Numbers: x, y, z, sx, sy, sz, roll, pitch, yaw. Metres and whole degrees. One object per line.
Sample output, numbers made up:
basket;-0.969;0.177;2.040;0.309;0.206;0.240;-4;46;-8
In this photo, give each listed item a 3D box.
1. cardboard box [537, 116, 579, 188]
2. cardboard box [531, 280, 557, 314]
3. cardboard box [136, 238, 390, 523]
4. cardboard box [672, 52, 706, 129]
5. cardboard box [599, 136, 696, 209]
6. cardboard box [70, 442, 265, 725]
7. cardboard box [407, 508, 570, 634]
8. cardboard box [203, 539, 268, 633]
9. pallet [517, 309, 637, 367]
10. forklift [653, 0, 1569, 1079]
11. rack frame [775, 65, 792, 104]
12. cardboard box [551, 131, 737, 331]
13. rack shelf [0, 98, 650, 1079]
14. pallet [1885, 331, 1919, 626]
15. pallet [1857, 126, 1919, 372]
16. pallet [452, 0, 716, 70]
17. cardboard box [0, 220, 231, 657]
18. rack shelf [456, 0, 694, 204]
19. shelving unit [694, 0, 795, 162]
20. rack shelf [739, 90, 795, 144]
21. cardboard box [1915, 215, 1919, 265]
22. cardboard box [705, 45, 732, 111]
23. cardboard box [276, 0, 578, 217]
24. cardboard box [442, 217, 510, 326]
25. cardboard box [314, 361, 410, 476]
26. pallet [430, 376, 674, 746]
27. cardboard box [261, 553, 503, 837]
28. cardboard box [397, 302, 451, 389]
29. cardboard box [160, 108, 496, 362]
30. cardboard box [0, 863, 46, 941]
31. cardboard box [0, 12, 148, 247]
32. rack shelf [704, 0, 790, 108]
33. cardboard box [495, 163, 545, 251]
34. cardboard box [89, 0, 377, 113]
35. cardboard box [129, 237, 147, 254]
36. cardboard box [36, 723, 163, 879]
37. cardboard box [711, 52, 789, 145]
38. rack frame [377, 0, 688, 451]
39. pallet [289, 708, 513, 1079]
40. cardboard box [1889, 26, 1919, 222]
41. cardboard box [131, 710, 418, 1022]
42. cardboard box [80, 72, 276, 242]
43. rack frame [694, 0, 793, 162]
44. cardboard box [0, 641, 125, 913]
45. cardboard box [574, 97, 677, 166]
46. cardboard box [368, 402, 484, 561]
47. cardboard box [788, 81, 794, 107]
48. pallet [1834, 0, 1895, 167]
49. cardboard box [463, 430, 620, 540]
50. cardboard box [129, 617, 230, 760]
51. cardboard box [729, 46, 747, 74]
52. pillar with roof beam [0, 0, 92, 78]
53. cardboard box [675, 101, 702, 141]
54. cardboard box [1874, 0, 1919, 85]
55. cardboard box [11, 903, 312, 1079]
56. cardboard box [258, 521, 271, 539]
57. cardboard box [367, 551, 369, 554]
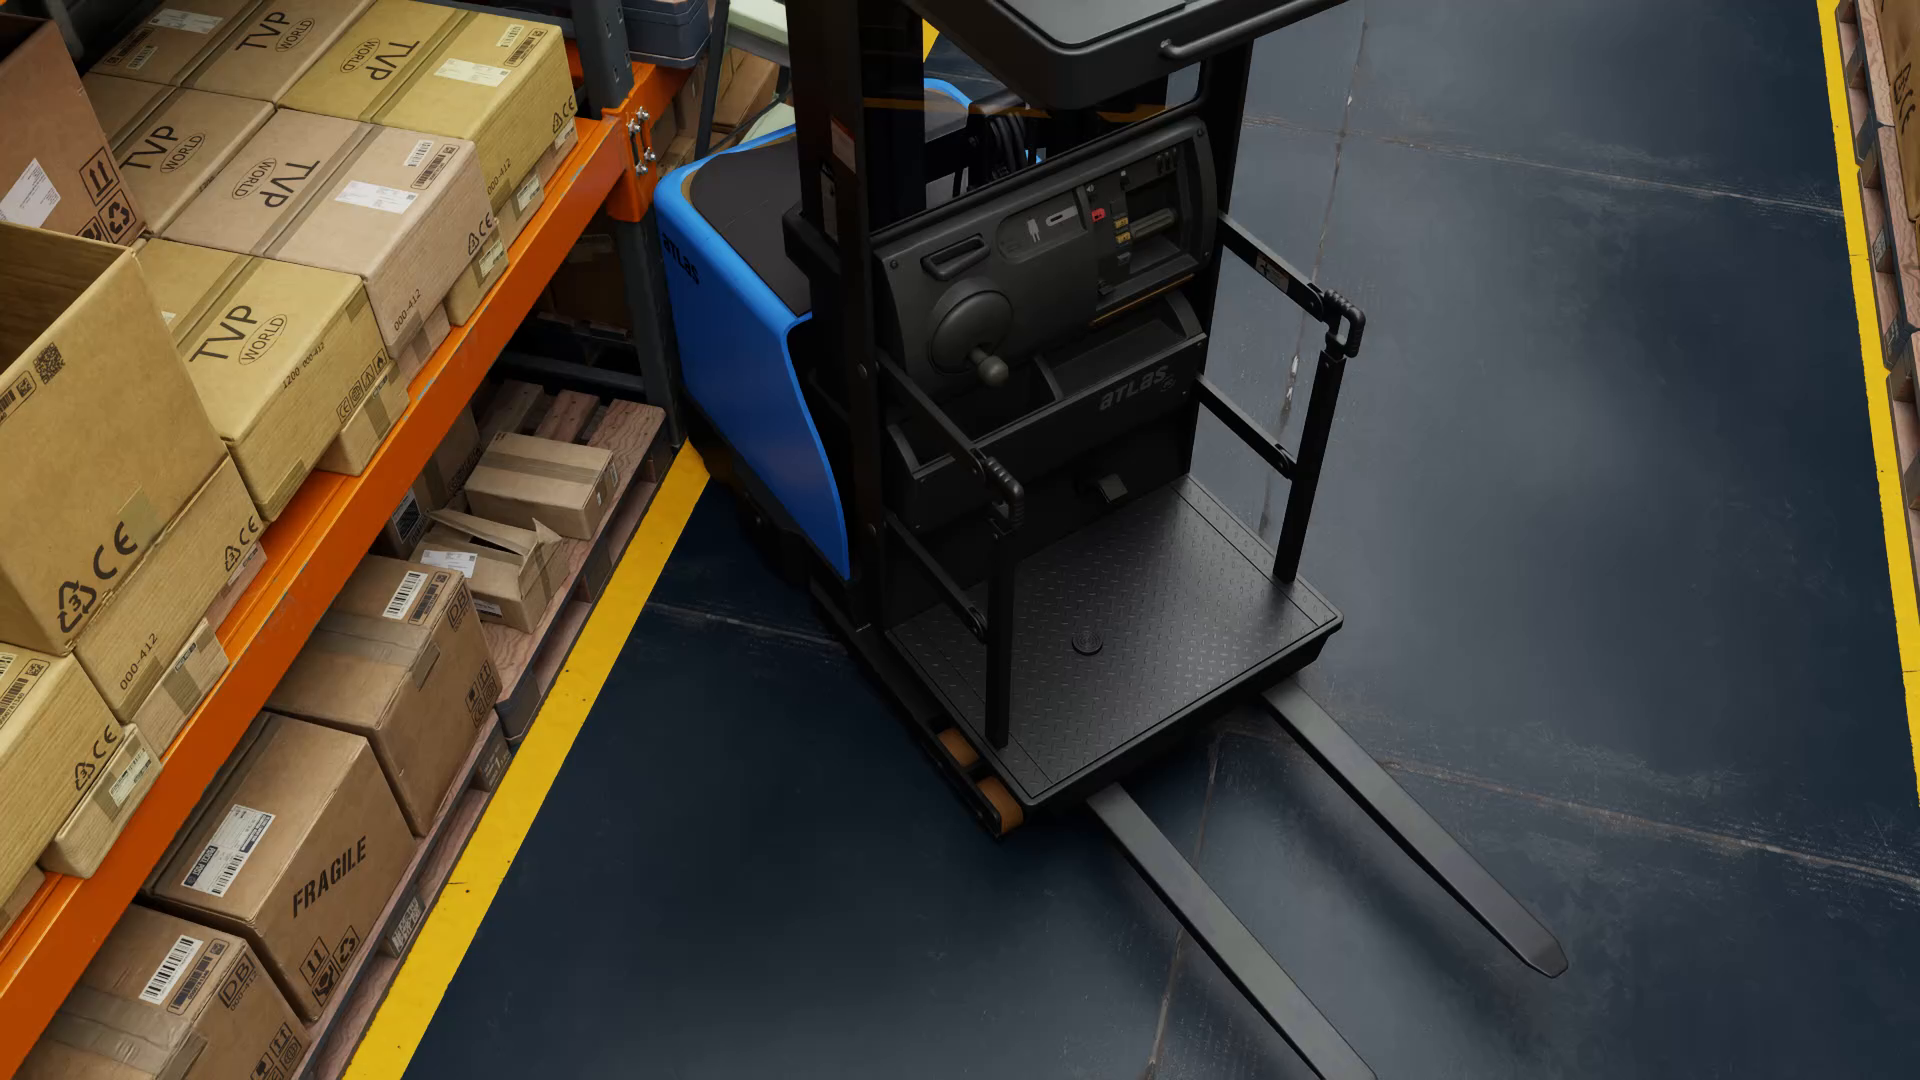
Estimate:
cardboard box;-1.236;-1.068;4.360;0.380;0.149;0.250;12;50;11
cardboard box;-1.552;-1.157;5.658;0.500;0.500;0.500;11;50;10
cardboard box;-1.556;-0.341;3.452;0.500;0.250;0.500;11;50;10
cardboard box;-1.022;-1.461;5.295;0.380;0.149;0.250;9;49;8
cardboard box;-1.044;-1.165;5.232;0.380;0.149;0.250;14;50;12
cardboard box;-1.692;0.031;3.123;0.500;0.250;0.500;10;49;9
cardboard box;-1.353;0.053;4.746;0.396;0.266;0.258;13;50;11
cardboard box;-1.659;0.044;3.378;0.380;0.149;0.250;11;50;10
pallet;-1.218;-1.105;6.085;1.003;0.211;1.213;12;50;10
forklift;0.352;-0.583;3.810;1.130;2.935;3.031;-27;54;-22
rack frame;-0.403;-1.540;5.516;0.400;1.500;0.023;22;47;2
cardboard box;-1.051;-1.049;5.563;0.500;0.500;0.500;14;50;12
rack shelf;-1.922;0.253;3.506;1.077;0.370;4.000;12;50;10
pallet;3.525;-0.105;5.202;1.003;0.211;1.213;12;50;10
pallet;3.844;-0.991;5.984;1.003;0.211;1.213;12;50;10
pallet;-1.080;-1.925;5.076;1.003;0.211;1.213;12;50;10
cardboard box;-1.674;-0.196;2.824;0.500;0.500;0.500;13;50;11
rack shelf;-0.869;-2.641;6.060;1.077;0.370;4.000;12;50;10
shelving unit;-0.510;-1.296;5.265;0.431;1.500;0.755;22;47;2
rack shelf;-0.585;-1.085;5.503;0.431;0.370;0.720;22;47;2
cardboard box;3.710;-1.010;5.278;0.875;0.875;0.875;13;50;11
cardboard box;-0.990;-1.569;5.588;0.380;0.149;0.250;9;49;8
cardboard box;-1.294;-1.064;4.090;0.500;0.250;0.500;13;50;11
cardboard box;-1.328;-0.683;4.020;0.380;0.149;0.250;13;50;11
cardboard box;-1.464;-0.308;3.689;0.380;0.149;0.250;11;49;9
pallet;-1.577;-0.013;5.120;1.003;0.211;1.213;12;50;10
cardboard box;-1.660;0.364;4.315;0.700;0.500;0.500;10;49;9
cardboard box;-1.424;-0.499;3.857;0.380;0.149;0.250;13;50;11
cardboard box;-1.412;-0.699;3.768;0.500;0.250;0.500;12;50;10
cardboard box;-1.849;0.607;2.881;0.380;0.149;0.250;12;50;11
cardboard box;-2.044;-0.704;3.272;0.500;0.500;0.500;10;49;9
rack shelf;-0.421;-1.547;4.981;0.431;0.370;0.720;22;47;2
cardboard box;-1.283;-0.876;4.190;0.380;0.149;0.250;13;50;11
cardboard box;-1.786;-1.176;4.189;0.500;0.250;0.500;11;50;10
cardboard box;-2.049;-0.439;3.538;0.500;0.250;0.500;13;50;11
cardboard box;-1.710;0.439;3.030;0.380;0.149;0.250;10;49;9
cardboard box;-0.920;-1.436;5.904;0.500;0.500;0.500;11;49;10
rack frame;-1.395;-1.432;4.513;1.000;3.000;0.127;12;50;10
pallet;-1.896;0.873;4.339;1.003;0.211;1.213;12;50;10
cardboard box;3.946;-1.657;5.849;0.875;0.875;0.875;12;50;10
cardboard box;-1.698;0.753;3.972;0.500;0.500;0.500;12;50;11
cardboard box;-1.912;-0.812;3.867;0.500;0.250;0.500;11;50;10
rack frame;-0.618;-1.051;5.015;0.400;1.500;0.023;22;47;2
cardboard box;-1.806;0.406;2.793;0.500;0.250;0.500;11;49;9
cardboard box;-1.103;-1.276;5.131;0.380;0.149;0.250;11;49;9
cardboard box;-1.797;-0.250;4.983;0.500;0.311;0.500;13;50;11
cardboard box;-0.785;-1.796;6.222;0.500;0.500;0.500;10;49;9
pallet;4.167;-1.870;6.760;1.003;0.211;1.213;12;50;10
cardboard box;-1.259;-0.167;5.018;0.380;0.149;0.250;10;49;9
cardboard box;-1.660;0.244;3.201;0.380;0.149;0.250;13;50;11
cardboard box;-0.930;-1.770;5.766;0.380;0.149;0.250;11;49;9
pillar with roof beam;1.705;-2.242;1.227;9.100;9.000;0.400;12;50;10
cardboard box;-1.046;-1.381;5.423;0.380;0.149;0.250;10;49;9
cardboard box;4.185;-2.301;6.417;0.875;0.875;0.875;11;50;10
cardboard box;-1.933;1.115;3.652;0.700;0.500;0.500;13;50;12
cardboard box;-1.640;-0.144;3.544;0.380;0.149;0.250;12;50;11
cardboard box;-1.911;0.117;4.767;0.380;0.149;0.250;11;49;10
